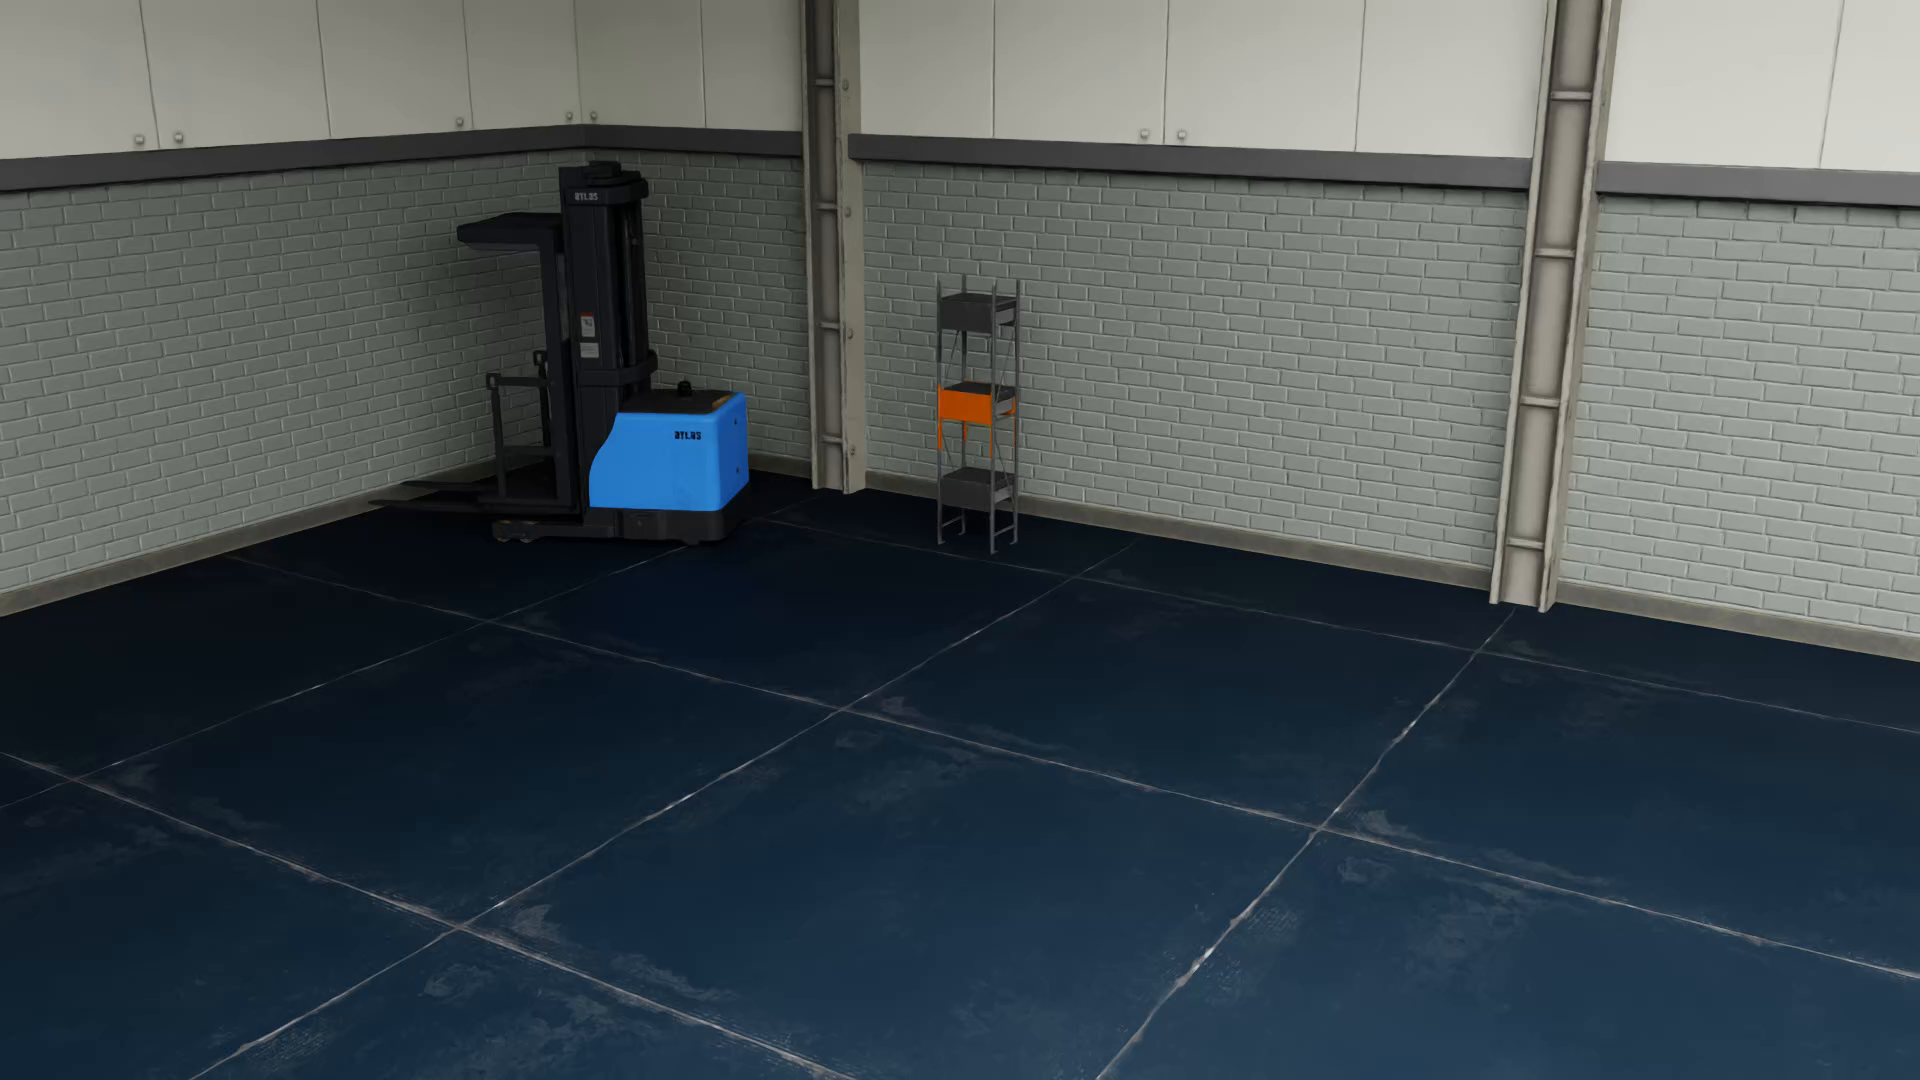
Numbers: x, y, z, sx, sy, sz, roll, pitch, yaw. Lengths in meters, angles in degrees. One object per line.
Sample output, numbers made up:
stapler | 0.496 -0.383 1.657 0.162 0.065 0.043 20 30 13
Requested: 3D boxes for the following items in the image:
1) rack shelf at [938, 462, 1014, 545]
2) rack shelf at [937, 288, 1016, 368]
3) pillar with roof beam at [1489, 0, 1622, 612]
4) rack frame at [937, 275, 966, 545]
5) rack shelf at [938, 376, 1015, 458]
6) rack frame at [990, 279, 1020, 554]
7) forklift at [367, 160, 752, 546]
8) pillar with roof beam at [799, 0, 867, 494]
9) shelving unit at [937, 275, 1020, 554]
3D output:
rack shelf | 0.141 -0.297 13.201 0.480 0.518 0.431 10 20 30
rack shelf | 0.141 -1.636 12.794 0.480 0.518 0.431 10 20 30
pillar with roof beam | 1.780 -2.797 7.107 0.400 9.000 9.100 10 20 30
rack frame | -0.067 -1.017 13.115 0.015 2.100 0.400 10 20 30
rack shelf | 0.141 -0.966 12.997 0.480 0.518 0.431 10 20 30
rack frame | 0.349 -0.942 12.871 0.015 2.100 0.400 10 20 30
forklift | -3.313 -1.531 13.380 3.031 2.935 1.130 2 17 7
pillar with roof beam | -3.333 -3.710 10.112 0.400 9.000 9.100 10 20 30
shelving unit | 0.141 -0.979 12.993 0.503 2.100 0.431 10 20 30
